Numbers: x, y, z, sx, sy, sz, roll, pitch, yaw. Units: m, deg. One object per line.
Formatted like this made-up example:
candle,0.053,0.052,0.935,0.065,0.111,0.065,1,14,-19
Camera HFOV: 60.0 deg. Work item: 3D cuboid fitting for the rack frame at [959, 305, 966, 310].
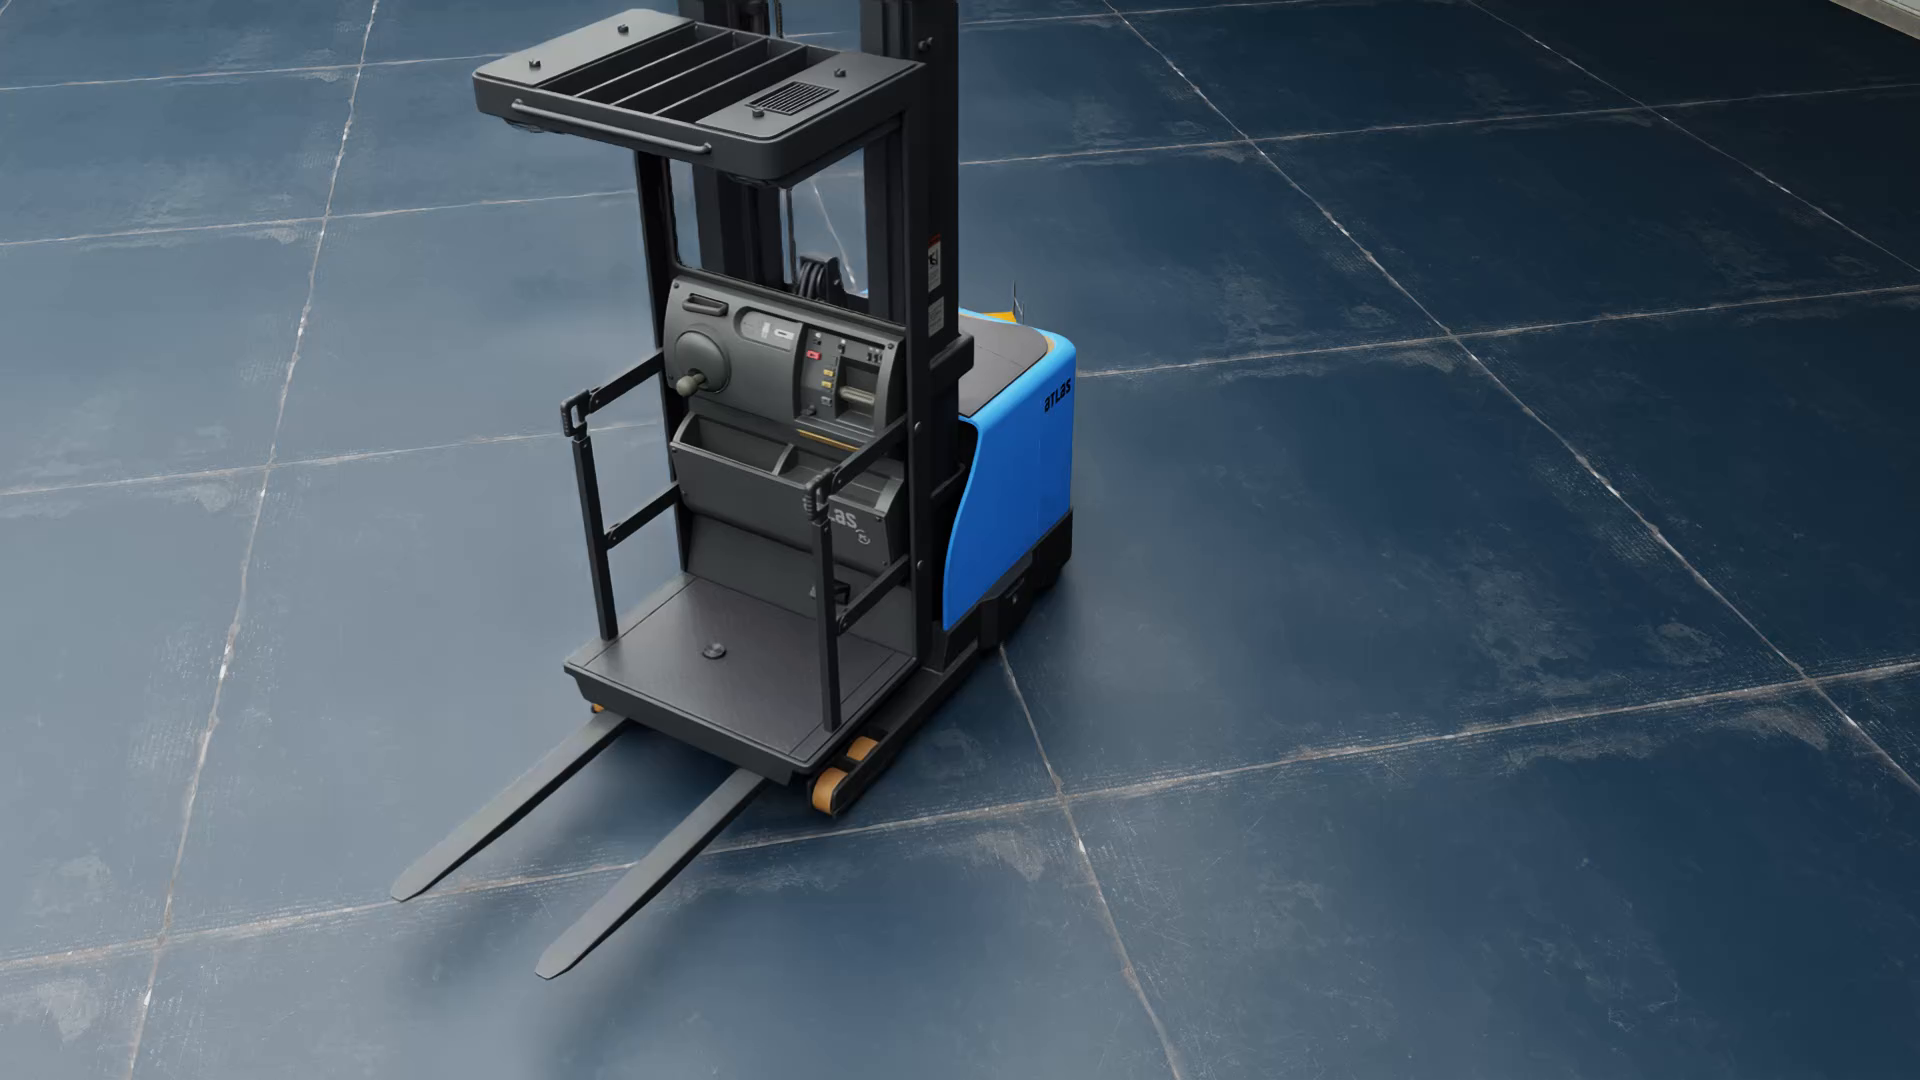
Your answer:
rack frame,0.005,-0.572,7.161,0.008,1.050,0.200,-6,34,-8

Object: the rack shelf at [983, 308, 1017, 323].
rack shelf,0.125,-0.811,7.026,0.240,0.259,0.215,-6,34,-8

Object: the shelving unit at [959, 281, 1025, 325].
shelving unit,0.125,-0.584,7.178,0.252,1.050,0.215,-6,34,-8

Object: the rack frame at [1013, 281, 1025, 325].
rack frame,0.245,-0.596,7.196,0.008,1.050,0.200,-6,34,-8

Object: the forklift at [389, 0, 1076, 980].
forklift,-0.721,-0.550,5.439,1.130,2.935,3.031,19,38,25
